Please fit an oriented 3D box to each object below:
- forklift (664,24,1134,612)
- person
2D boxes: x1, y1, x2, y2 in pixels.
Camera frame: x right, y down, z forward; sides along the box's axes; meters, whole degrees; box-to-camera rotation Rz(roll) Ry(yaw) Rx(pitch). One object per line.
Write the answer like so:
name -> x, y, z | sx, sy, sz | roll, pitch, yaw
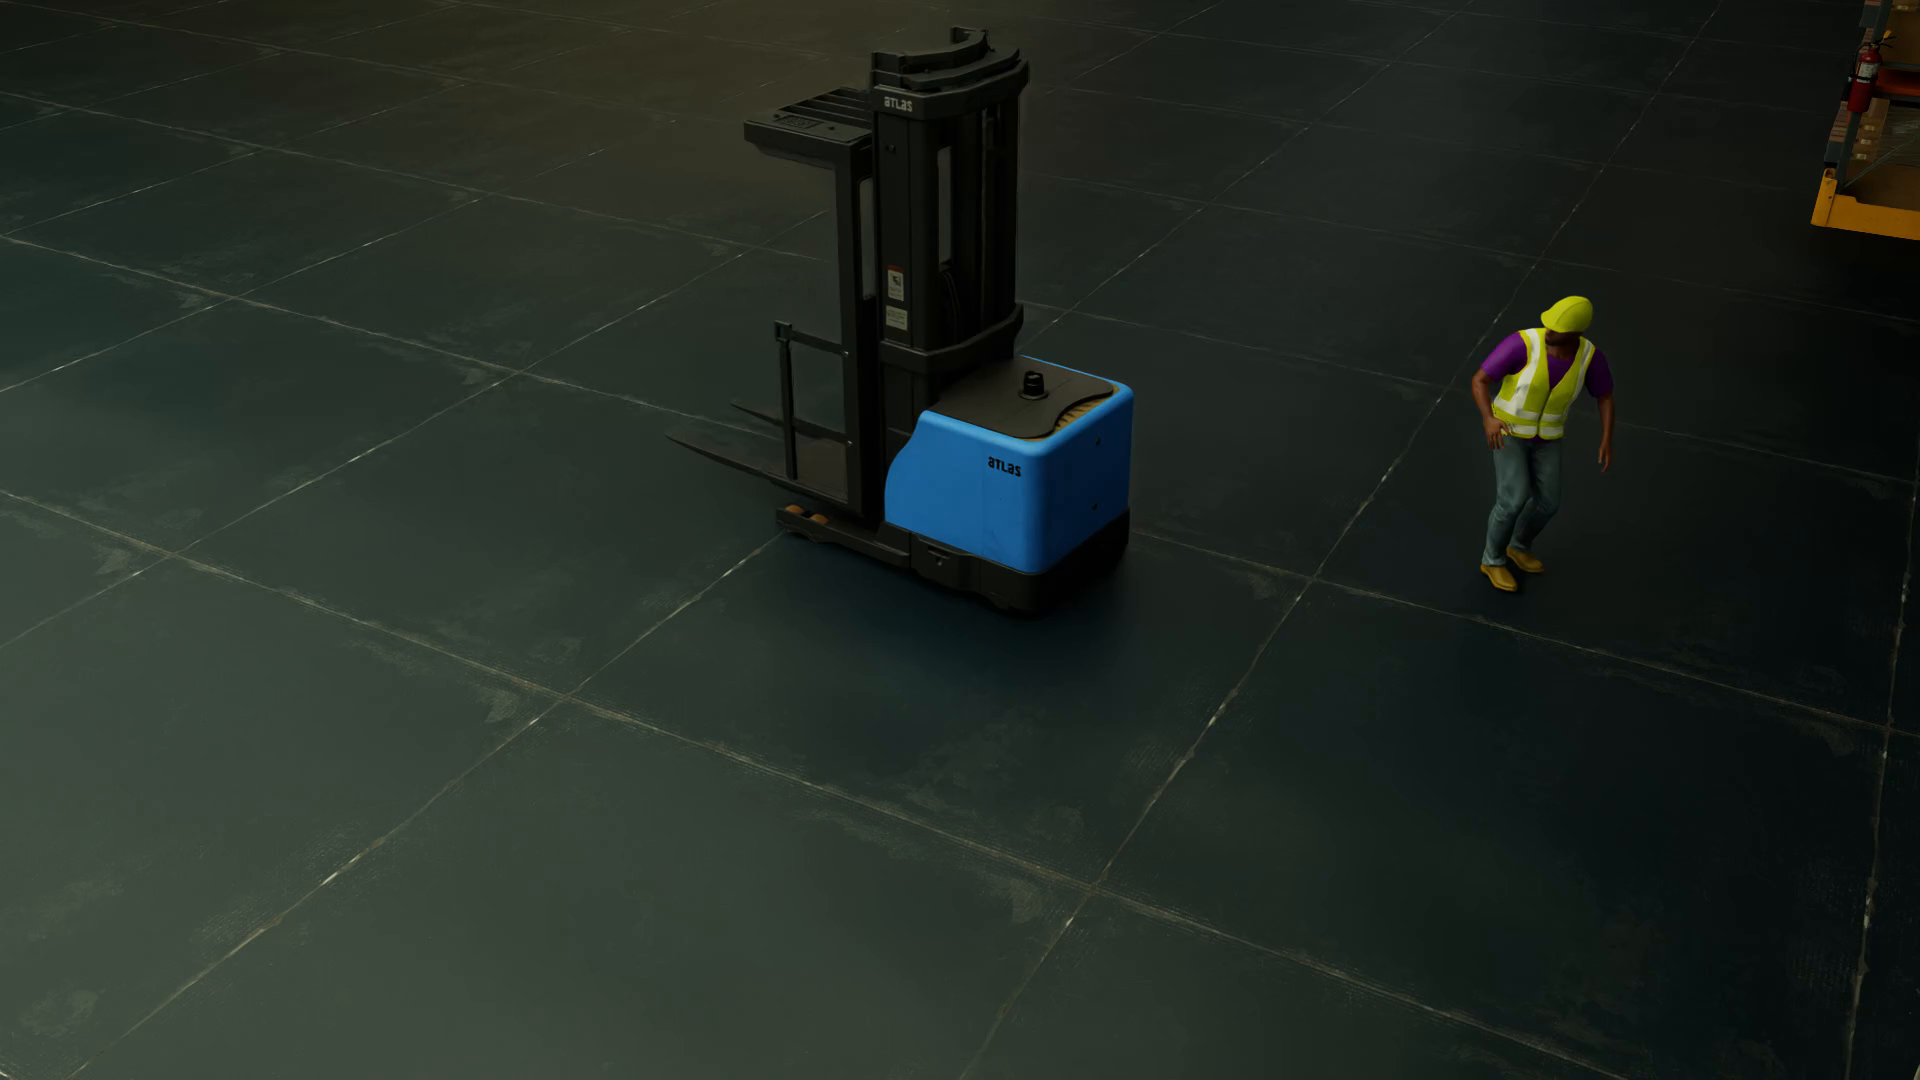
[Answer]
forklift -> -0.496, -1.448, 9.579 | 3.031, 2.935, 1.130 | 20, 36, 31
person -> 3.244, -0.561, 9.271 | 0.791, 1.718, 0.516 | -4, 30, -6
